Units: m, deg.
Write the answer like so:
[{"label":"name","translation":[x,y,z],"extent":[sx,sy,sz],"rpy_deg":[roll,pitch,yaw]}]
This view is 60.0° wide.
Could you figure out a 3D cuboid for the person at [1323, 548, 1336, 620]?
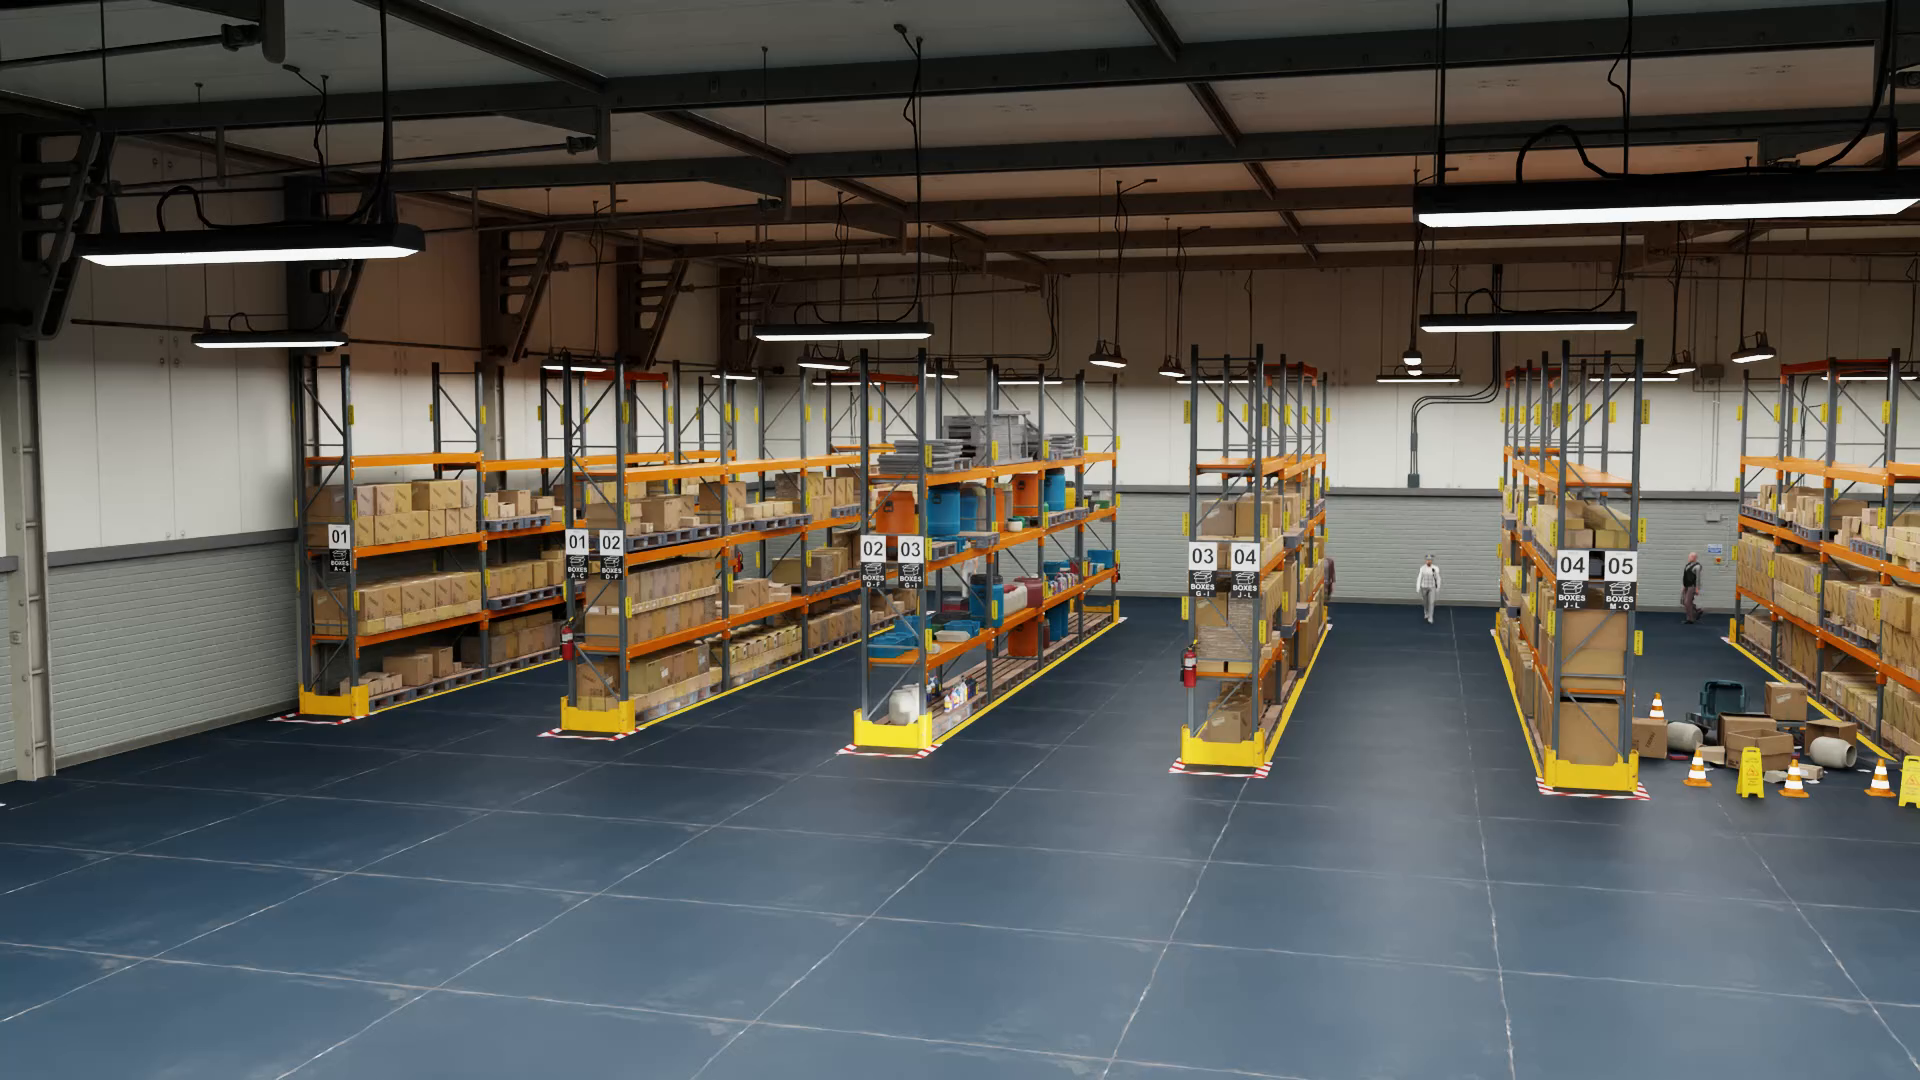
[{"label":"person","translation":[8.857,1.061,40.644],"extent":[0.550,1.753,0.868],"rpy_deg":[-3,5,-33]}]

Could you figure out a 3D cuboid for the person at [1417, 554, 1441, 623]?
[{"label":"person","translation":[11.355,1.145,40.278],"extent":[0.545,1.613,1.034],"rpy_deg":[1,5,18]}]

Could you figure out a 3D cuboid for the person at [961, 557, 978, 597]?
[{"label":"person","translation":[0.239,0.833,44.585],"extent":[0.484,1.604,1.072],"rpy_deg":[0,4,7]}]

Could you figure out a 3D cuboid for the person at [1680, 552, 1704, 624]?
[{"label":"person","translation":[17.555,1.145,39.813],"extent":[0.611,1.709,0.545],"rpy_deg":[0,4,0]}]
